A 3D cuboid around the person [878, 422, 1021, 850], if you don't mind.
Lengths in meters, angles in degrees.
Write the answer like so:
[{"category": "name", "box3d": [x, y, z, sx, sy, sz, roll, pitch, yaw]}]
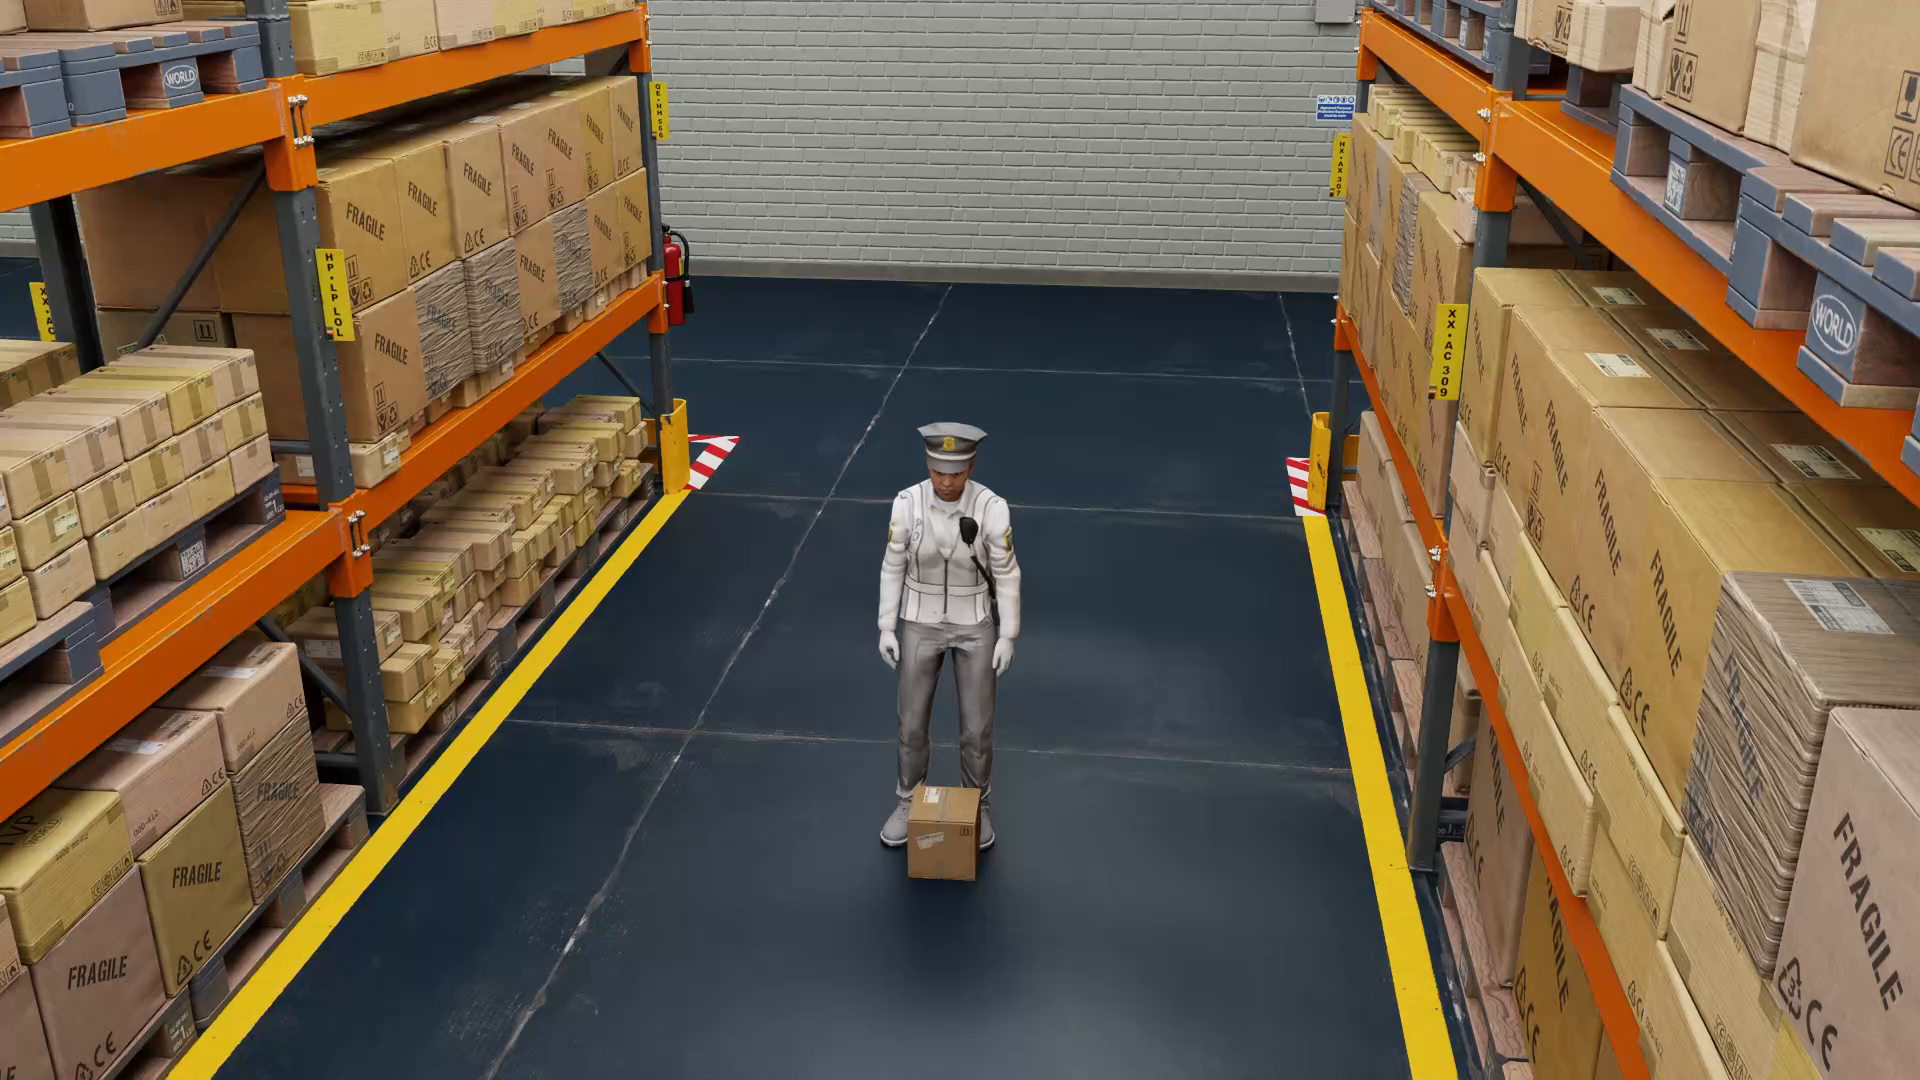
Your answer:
[{"category": "person", "box3d": [-0.041, 0.349, 6.183, 0.530, 1.663, 0.372, 3, 21, 7]}]
